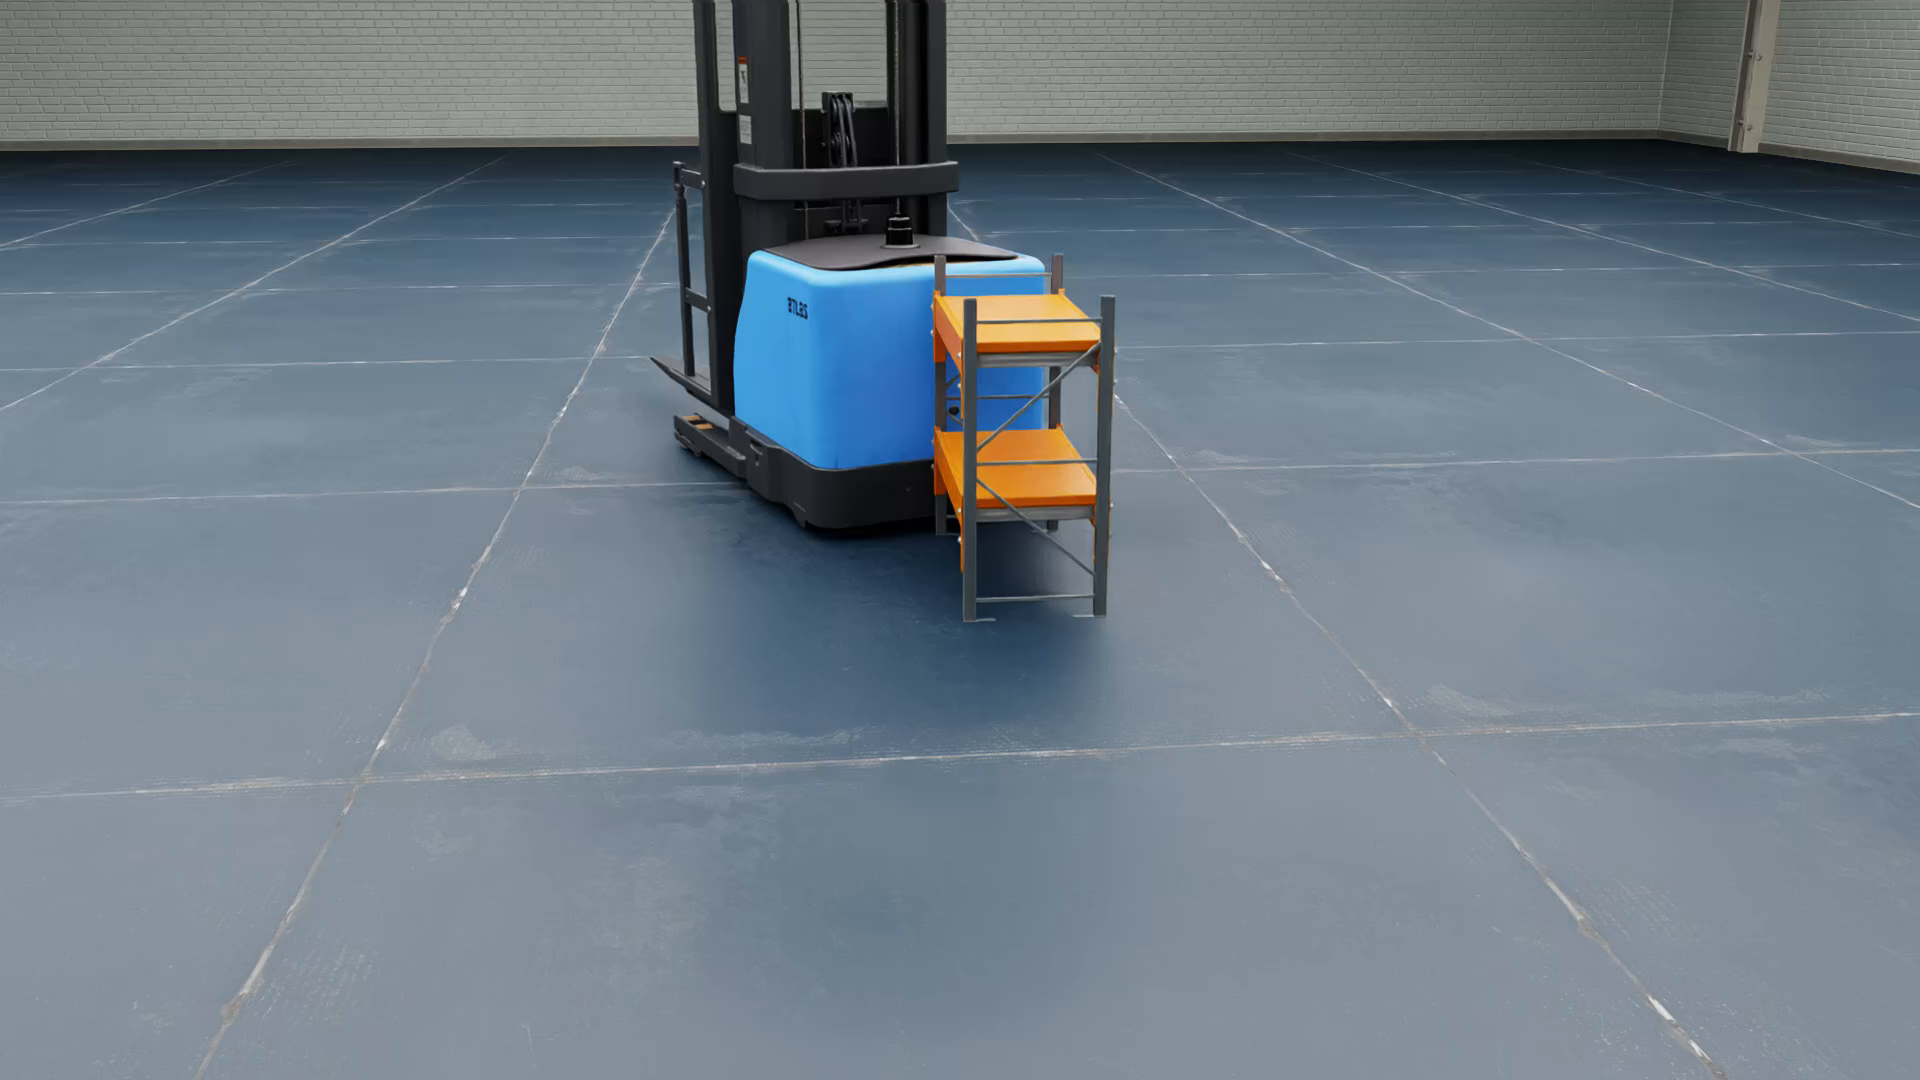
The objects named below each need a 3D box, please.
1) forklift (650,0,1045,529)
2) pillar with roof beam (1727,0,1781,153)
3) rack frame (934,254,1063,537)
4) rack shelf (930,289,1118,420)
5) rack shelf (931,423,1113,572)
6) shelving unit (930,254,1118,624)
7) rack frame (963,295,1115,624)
[{"bbox_3d":[-0.738,-1.839,7.643,1.130,2.935,3.031,-8,19,-25],"label":"forklift"},{"bbox_3d":[8.005,-10.253,24.312,9.100,9.000,0.400,-2,18,-6],"label":"pillar with roof beam"},{"bbox_3d":[0.150,-0.562,6.591,0.500,1.125,0.032,-2,18,-6],"label":"rack frame"},{"bbox_3d":[0.206,-0.690,6.021,0.538,0.278,1.000,-2,18,-6],"label":"rack shelf"},{"bbox_3d":[0.206,-0.178,6.182,0.538,0.278,1.000,-2,18,-6],"label":"rack shelf"},{"bbox_3d":[0.206,-0.411,6.109,0.538,1.125,1.048,-2,18,-6],"label":"shelving unit"},{"bbox_3d":[0.261,-0.260,5.626,0.500,1.125,0.032,-2,18,-6],"label":"rack frame"}]
